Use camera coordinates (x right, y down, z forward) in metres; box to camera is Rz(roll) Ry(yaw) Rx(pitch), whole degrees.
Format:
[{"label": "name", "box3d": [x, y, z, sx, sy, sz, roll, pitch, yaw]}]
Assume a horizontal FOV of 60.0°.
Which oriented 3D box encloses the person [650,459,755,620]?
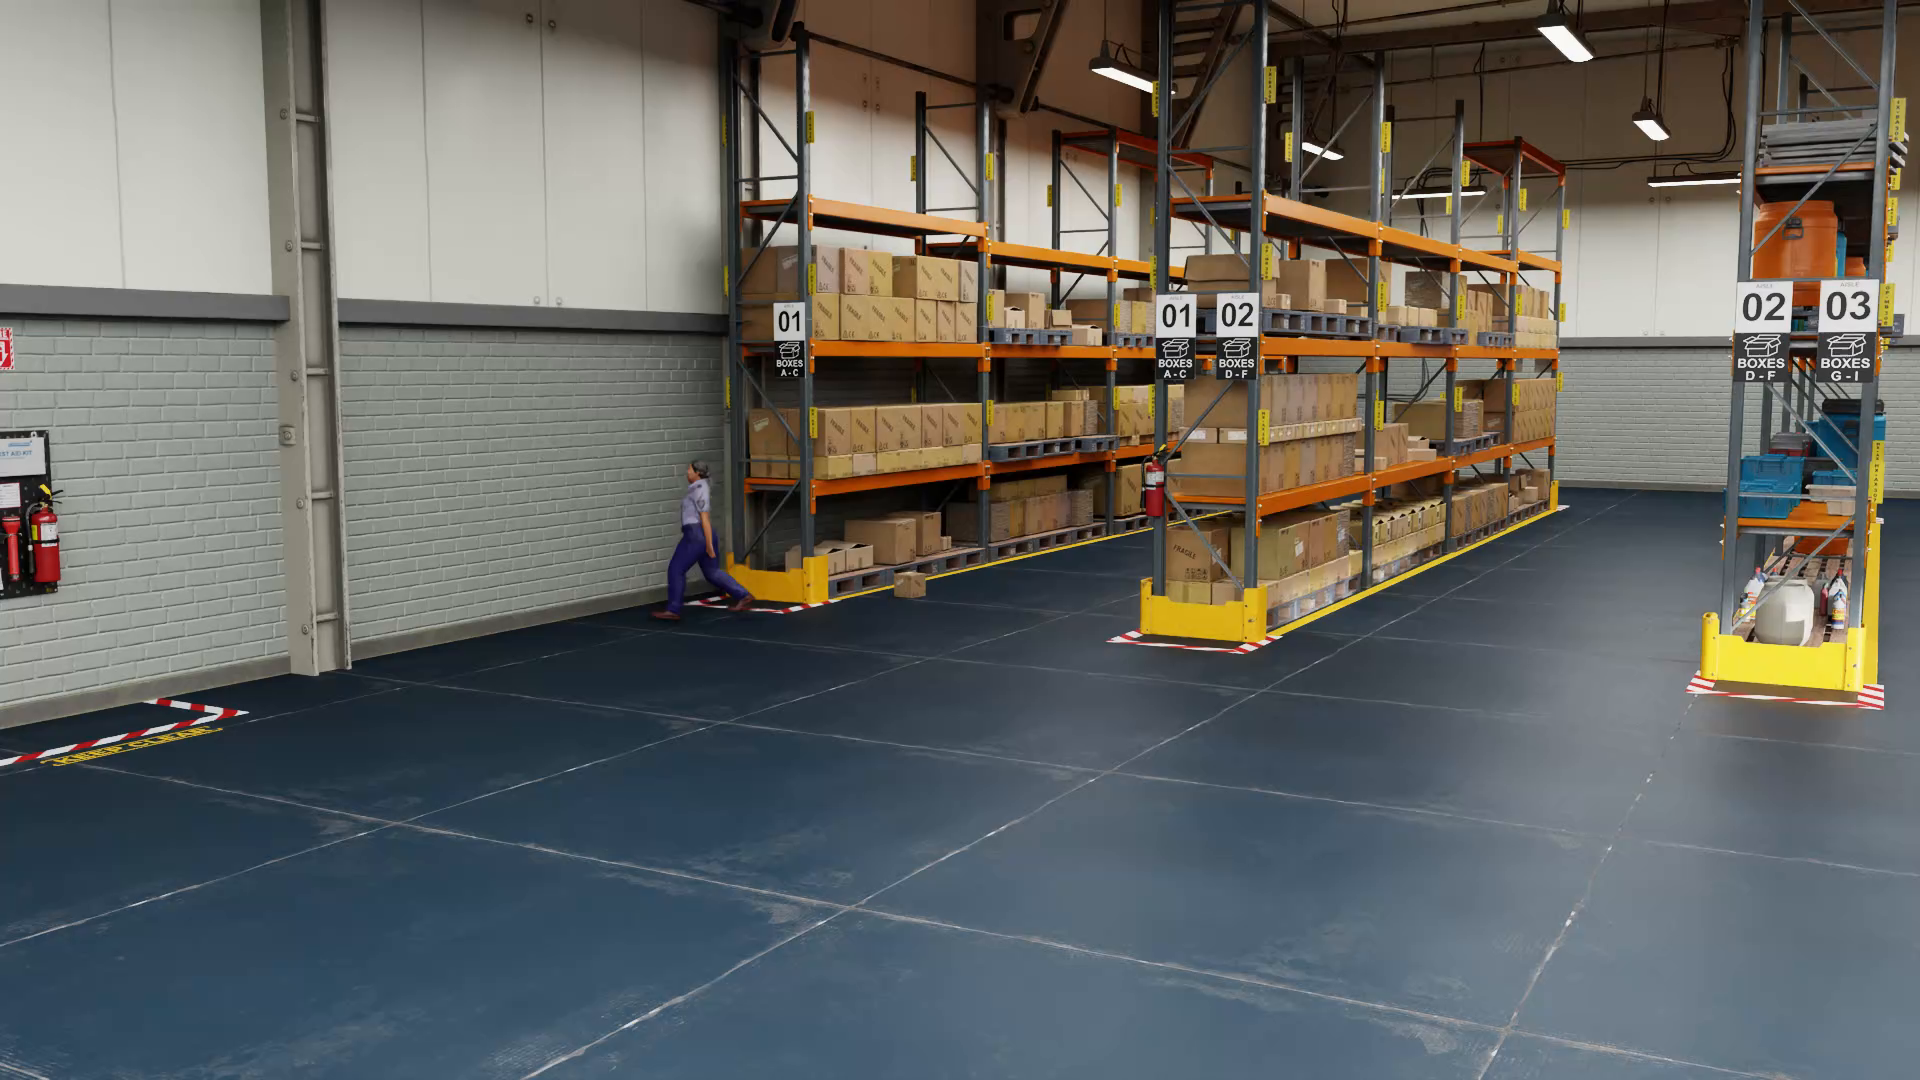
[{"label": "person", "box3d": [-2.572, -0.012, 16.591, 1.005, 1.598, 0.482, 0, 6, 4]}]
